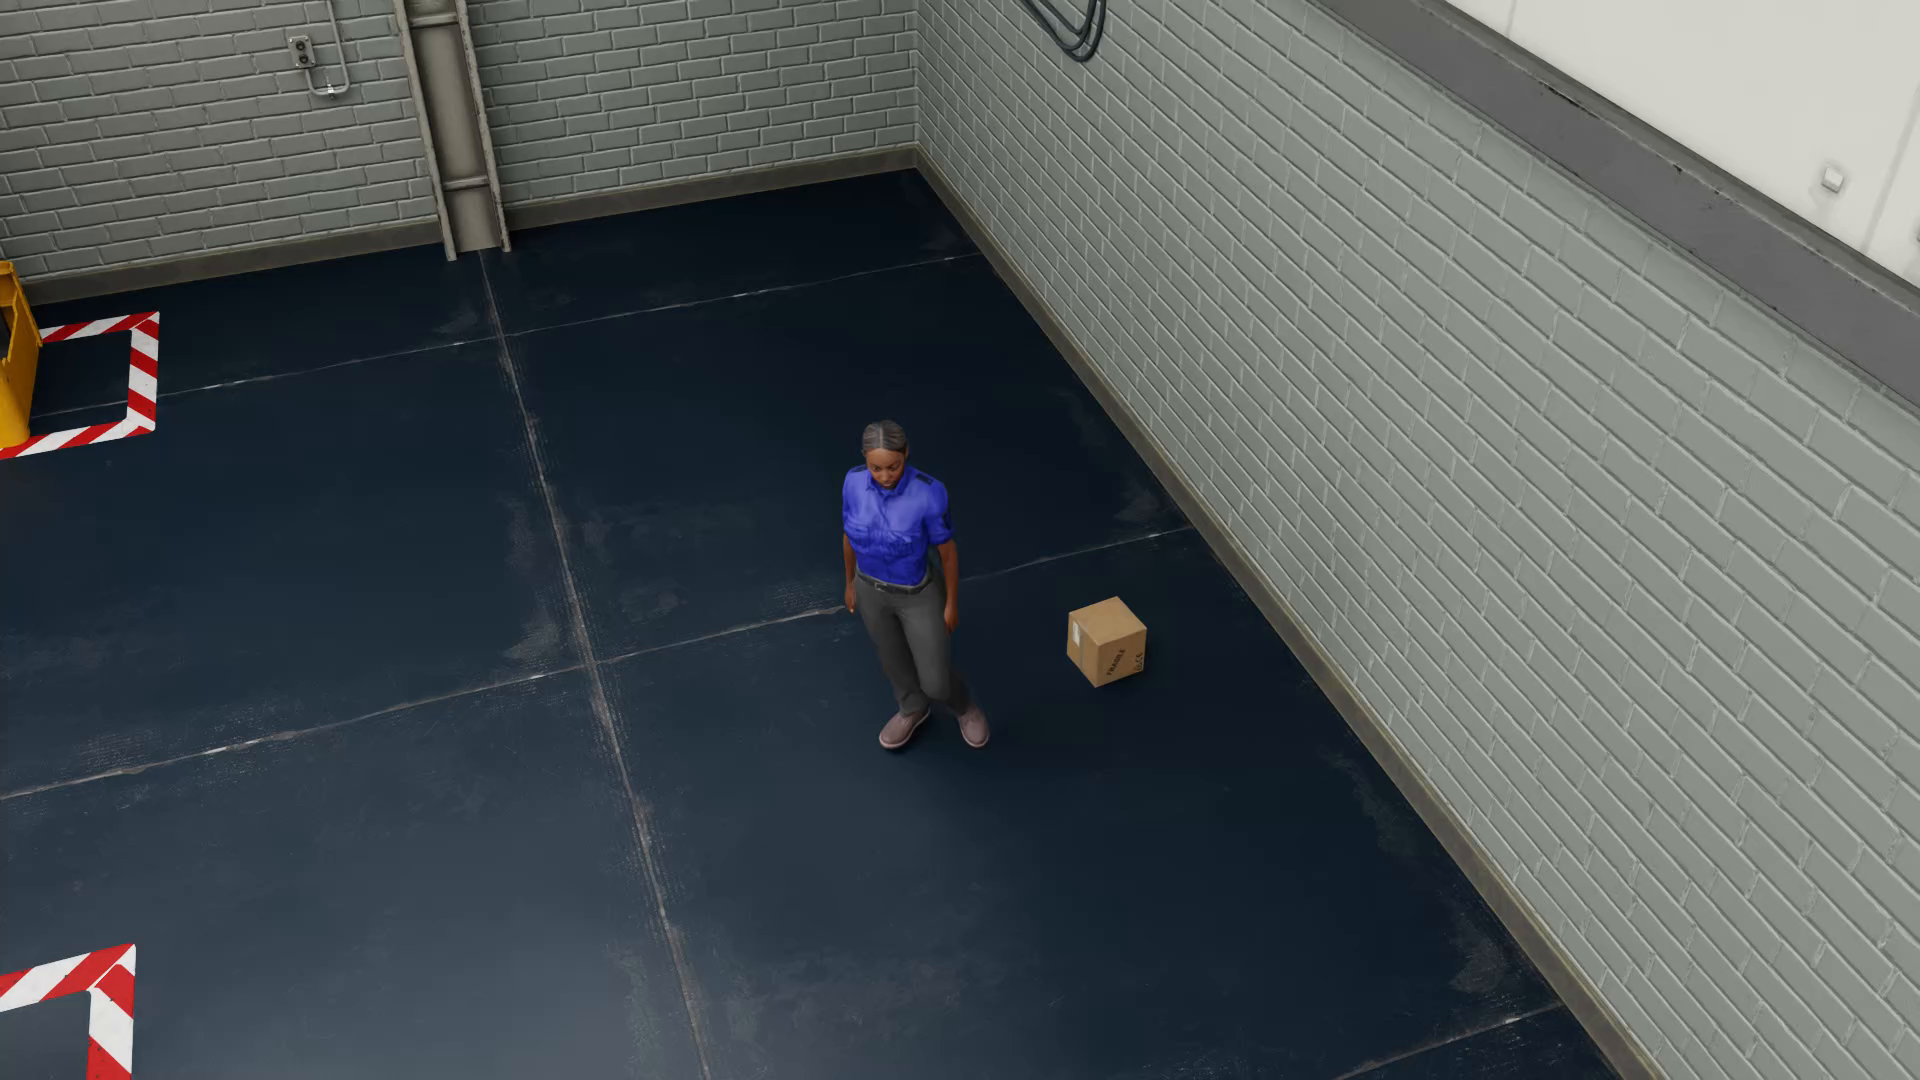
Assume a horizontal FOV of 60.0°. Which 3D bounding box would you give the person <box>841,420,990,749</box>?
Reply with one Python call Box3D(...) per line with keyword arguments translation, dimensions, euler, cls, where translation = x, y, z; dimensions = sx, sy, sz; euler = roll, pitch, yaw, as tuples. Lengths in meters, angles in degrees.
Box3D(translation=(-0.175, 0.190, 6.517), dimensions=(0.584, 1.647, 0.439), euler=(15, 40, 18), cls="person")
